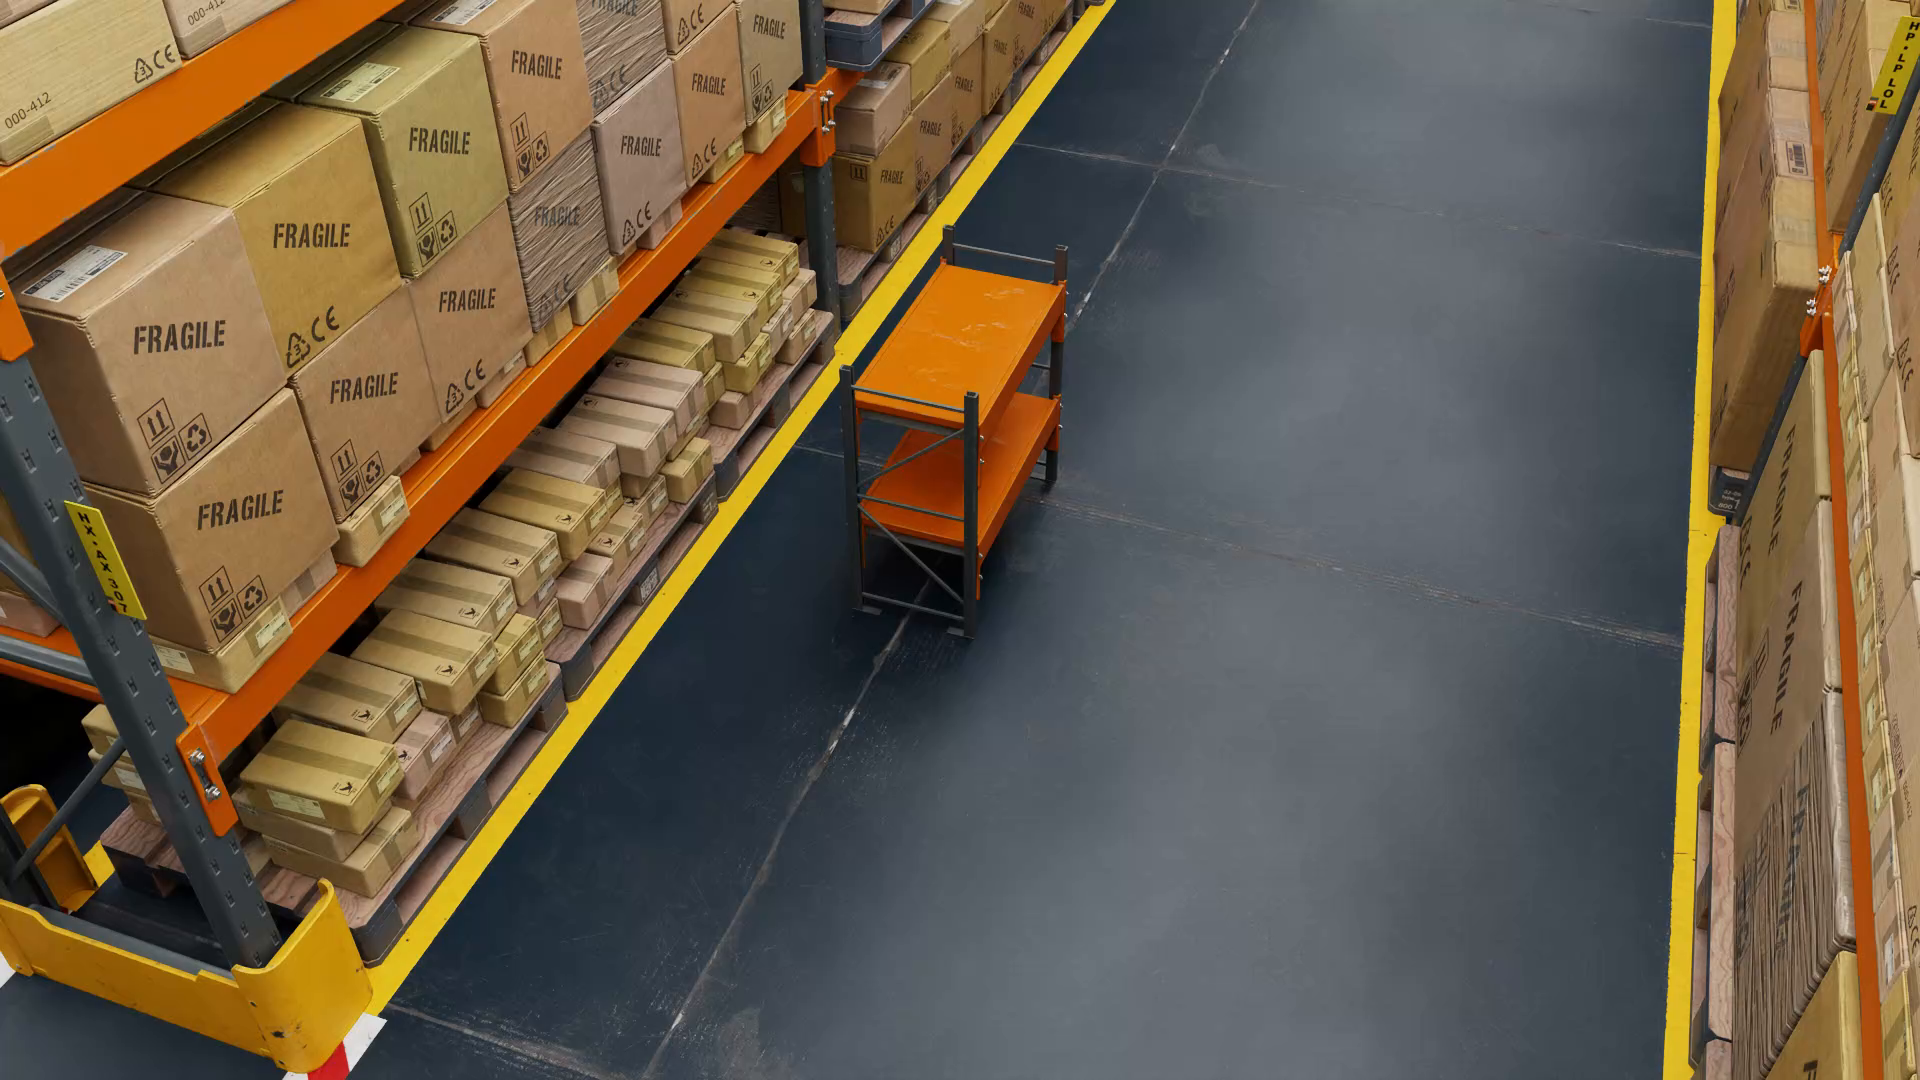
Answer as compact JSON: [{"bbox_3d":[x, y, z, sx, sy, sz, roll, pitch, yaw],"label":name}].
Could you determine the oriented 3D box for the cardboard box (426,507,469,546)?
[{"bbox_3d":[-2.061,-0.104,6.205,0.380,0.149,0.250,15,43,17],"label":"cardboard box"}]

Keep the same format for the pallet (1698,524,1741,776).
[{"bbox_3d":[3.241,0.488,6.016,1.003,0.211,1.213,13,42,15],"label":"pallet"}]

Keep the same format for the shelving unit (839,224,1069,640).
[{"bbox_3d":[-0.002,-0.424,6.380,0.538,1.125,1.048,13,42,15],"label":"shelving unit"}]

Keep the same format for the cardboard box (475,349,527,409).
[{"bbox_3d":[-1.624,-0.581,5.313,0.380,0.149,0.250,13,42,14],"label":"cardboard box"}]

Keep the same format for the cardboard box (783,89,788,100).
[{"bbox_3d":[-0.930,-1.860,6.813,0.380,0.149,0.250,13,42,15],"label":"cardboard box"}]

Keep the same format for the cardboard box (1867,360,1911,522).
[{"bbox_3d":[2.821,-0.228,4.592,0.500,0.250,0.500,14,43,16],"label":"cardboard box"}]

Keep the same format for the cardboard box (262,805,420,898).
[{"bbox_3d":[-1.940,0.934,5.217,0.380,0.149,0.250,14,42,16],"label":"cardboard box"}]

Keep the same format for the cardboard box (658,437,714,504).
[{"bbox_3d":[-1.220,-0.311,6.677,0.380,0.149,0.250,13,42,15],"label":"cardboard box"}]

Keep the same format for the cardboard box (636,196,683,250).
[{"bbox_3d":[-1.239,-1.205,6.045,0.380,0.149,0.250,12,42,13],"label":"cardboard box"}]

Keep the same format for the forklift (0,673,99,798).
[{"bbox_3d":[-3.530,-0.647,5.251,1.130,2.935,3.031,16,43,18],"label":"forklift"}]

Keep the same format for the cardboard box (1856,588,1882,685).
[{"bbox_3d":[2.542,0.293,4.289,0.380,0.149,0.250,14,42,16],"label":"cardboard box"}]

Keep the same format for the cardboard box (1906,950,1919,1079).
[{"bbox_3d":[2.123,1.010,3.142,0.500,0.250,0.500,13,42,14],"label":"cardboard box"}]

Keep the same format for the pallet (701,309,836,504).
[{"bbox_3d":[-1.248,-0.704,7.412,1.003,0.211,1.213,13,42,15],"label":"pallet"}]

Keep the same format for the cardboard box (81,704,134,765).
[{"bbox_3d":[-2.477,0.577,5.177,0.380,0.149,0.250,14,42,16],"label":"cardboard box"}]

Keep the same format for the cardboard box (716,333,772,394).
[{"bbox_3d":[-1.017,-0.773,6.988,0.380,0.149,0.250,12,42,14],"label":"cardboard box"}]

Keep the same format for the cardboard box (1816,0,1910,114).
[{"bbox_3d":[3.826,-2.024,6.734,0.500,0.500,0.500,13,42,15],"label":"cardboard box"}]

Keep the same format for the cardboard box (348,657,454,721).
[{"bbox_3d":[-1.852,0.483,5.516,0.380,0.149,0.250,14,42,16],"label":"cardboard box"}]

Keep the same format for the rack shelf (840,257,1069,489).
[{"bbox_3d":[-0.002,-0.646,6.190,0.538,0.278,1.000,13,42,15],"label":"rack shelf"}]

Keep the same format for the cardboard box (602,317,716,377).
[{"bbox_3d":[-1.219,-0.750,6.732,0.380,0.149,0.250,15,43,16],"label":"cardboard box"}]

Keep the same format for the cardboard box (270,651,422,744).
[{"bbox_3d":[-1.940,0.517,5.247,0.380,0.149,0.250,14,42,16],"label":"cardboard box"}]

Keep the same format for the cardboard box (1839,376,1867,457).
[{"bbox_3d":[2.893,-0.336,5.026,0.380,0.149,0.250,12,42,14],"label":"cardboard box"}]

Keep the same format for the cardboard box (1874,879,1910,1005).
[{"bbox_3d":[2.194,0.913,3.562,0.380,0.149,0.250,13,42,15],"label":"cardboard box"}]

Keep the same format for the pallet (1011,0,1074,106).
[{"bbox_3d":[0.047,-3.085,10.203,1.003,0.211,1.213,13,42,15],"label":"pallet"}]

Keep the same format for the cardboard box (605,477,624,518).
[{"bbox_3d":[-1.505,-0.169,6.281,0.380,0.149,0.250,15,43,17],"label":"cardboard box"}]

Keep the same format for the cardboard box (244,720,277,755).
[{"bbox_3d":[-2.367,0.537,5.454,0.380,0.149,0.250,12,42,14],"label":"cardboard box"}]

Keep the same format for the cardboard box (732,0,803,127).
[{"bbox_3d":[-0.952,-1.976,6.448,0.500,0.500,0.500,13,42,15],"label":"cardboard box"}]

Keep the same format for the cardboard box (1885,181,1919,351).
[{"bbox_3d":[2.995,-0.827,4.717,0.500,0.500,0.500,13,42,15],"label":"cardboard box"}]

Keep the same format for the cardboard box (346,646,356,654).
[{"bbox_3d":[-2.199,0.340,5.913,0.380,0.149,0.250,14,42,16],"label":"cardboard box"}]

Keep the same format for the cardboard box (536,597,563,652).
[{"bbox_3d":[-1.661,0.295,5.966,0.380,0.149,0.250,13,42,15],"label":"cardboard box"}]

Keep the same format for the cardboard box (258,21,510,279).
[{"bbox_3d":[-1.651,-1.110,4.664,0.500,0.500,0.500,12,42,14],"label":"cardboard box"}]

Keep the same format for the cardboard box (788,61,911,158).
[{"bbox_3d":[-0.551,-2.068,7.888,0.500,0.250,0.500,12,42,13],"label":"cardboard box"}]

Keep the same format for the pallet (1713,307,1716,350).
[{"bbox_3d":[4.183,-1.193,7.985,1.003,0.211,1.213,13,42,15],"label":"pallet"}]

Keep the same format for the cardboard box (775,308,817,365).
[{"bbox_3d":[-0.866,-0.942,7.416,0.380,0.149,0.250,14,42,16],"label":"cardboard box"}]

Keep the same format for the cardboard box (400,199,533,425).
[{"bbox_3d":[-1.668,-0.734,4.993,0.500,0.500,0.500,14,42,16],"label":"cardboard box"}]

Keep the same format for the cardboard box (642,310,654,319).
[{"bbox_3d":[-1.528,-0.889,7.125,0.380,0.149,0.250,13,42,15],"label":"cardboard box"}]

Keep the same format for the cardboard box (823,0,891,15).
[{"bbox_3d":[-0.485,-2.384,7.104,0.380,0.149,0.250,11,42,13],"label":"cardboard box"}]

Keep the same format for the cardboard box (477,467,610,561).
[{"bbox_3d":[-1.490,-0.095,5.965,0.380,0.149,0.250,14,42,16],"label":"cardboard box"}]

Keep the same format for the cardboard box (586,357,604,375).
[{"bbox_3d":[-1.622,-0.835,6.833,0.380,0.149,0.250,12,42,14],"label":"cardboard box"}]

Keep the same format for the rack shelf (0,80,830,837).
[{"bbox_3d":[-1.736,-0.689,5.800,1.077,0.370,4.000,13,42,15],"label":"rack shelf"}]

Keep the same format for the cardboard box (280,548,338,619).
[{"bbox_3d":[-1.953,0.064,4.558,0.380,0.149,0.250,15,43,17],"label":"cardboard box"}]

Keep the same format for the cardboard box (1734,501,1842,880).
[{"bbox_3d":[2.966,0.563,5.093,0.875,0.875,0.875,13,42,15],"label":"cardboard box"}]

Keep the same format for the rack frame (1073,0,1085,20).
[{"bbox_3d":[0.316,-4.622,9.856,1.000,3.000,0.127,13,42,15],"label":"rack frame"}]

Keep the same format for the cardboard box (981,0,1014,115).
[{"bbox_3d":[-0.010,-2.729,9.240,0.500,0.500,0.500,11,42,13],"label":"cardboard box"}]

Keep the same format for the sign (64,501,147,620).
[{"bbox_3d":[-1.910,0.049,3.715,0.100,0.325,0.005,13,42,15],"label":"sign"}]

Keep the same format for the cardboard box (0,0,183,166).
[{"bbox_3d":[-2.026,-1.044,3.466,0.500,0.250,0.500,15,43,17],"label":"cardboard box"}]

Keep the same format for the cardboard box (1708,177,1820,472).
[{"bbox_3d":[3.775,-0.766,6.650,1.225,0.875,0.875,13,42,15],"label":"cardboard box"}]
